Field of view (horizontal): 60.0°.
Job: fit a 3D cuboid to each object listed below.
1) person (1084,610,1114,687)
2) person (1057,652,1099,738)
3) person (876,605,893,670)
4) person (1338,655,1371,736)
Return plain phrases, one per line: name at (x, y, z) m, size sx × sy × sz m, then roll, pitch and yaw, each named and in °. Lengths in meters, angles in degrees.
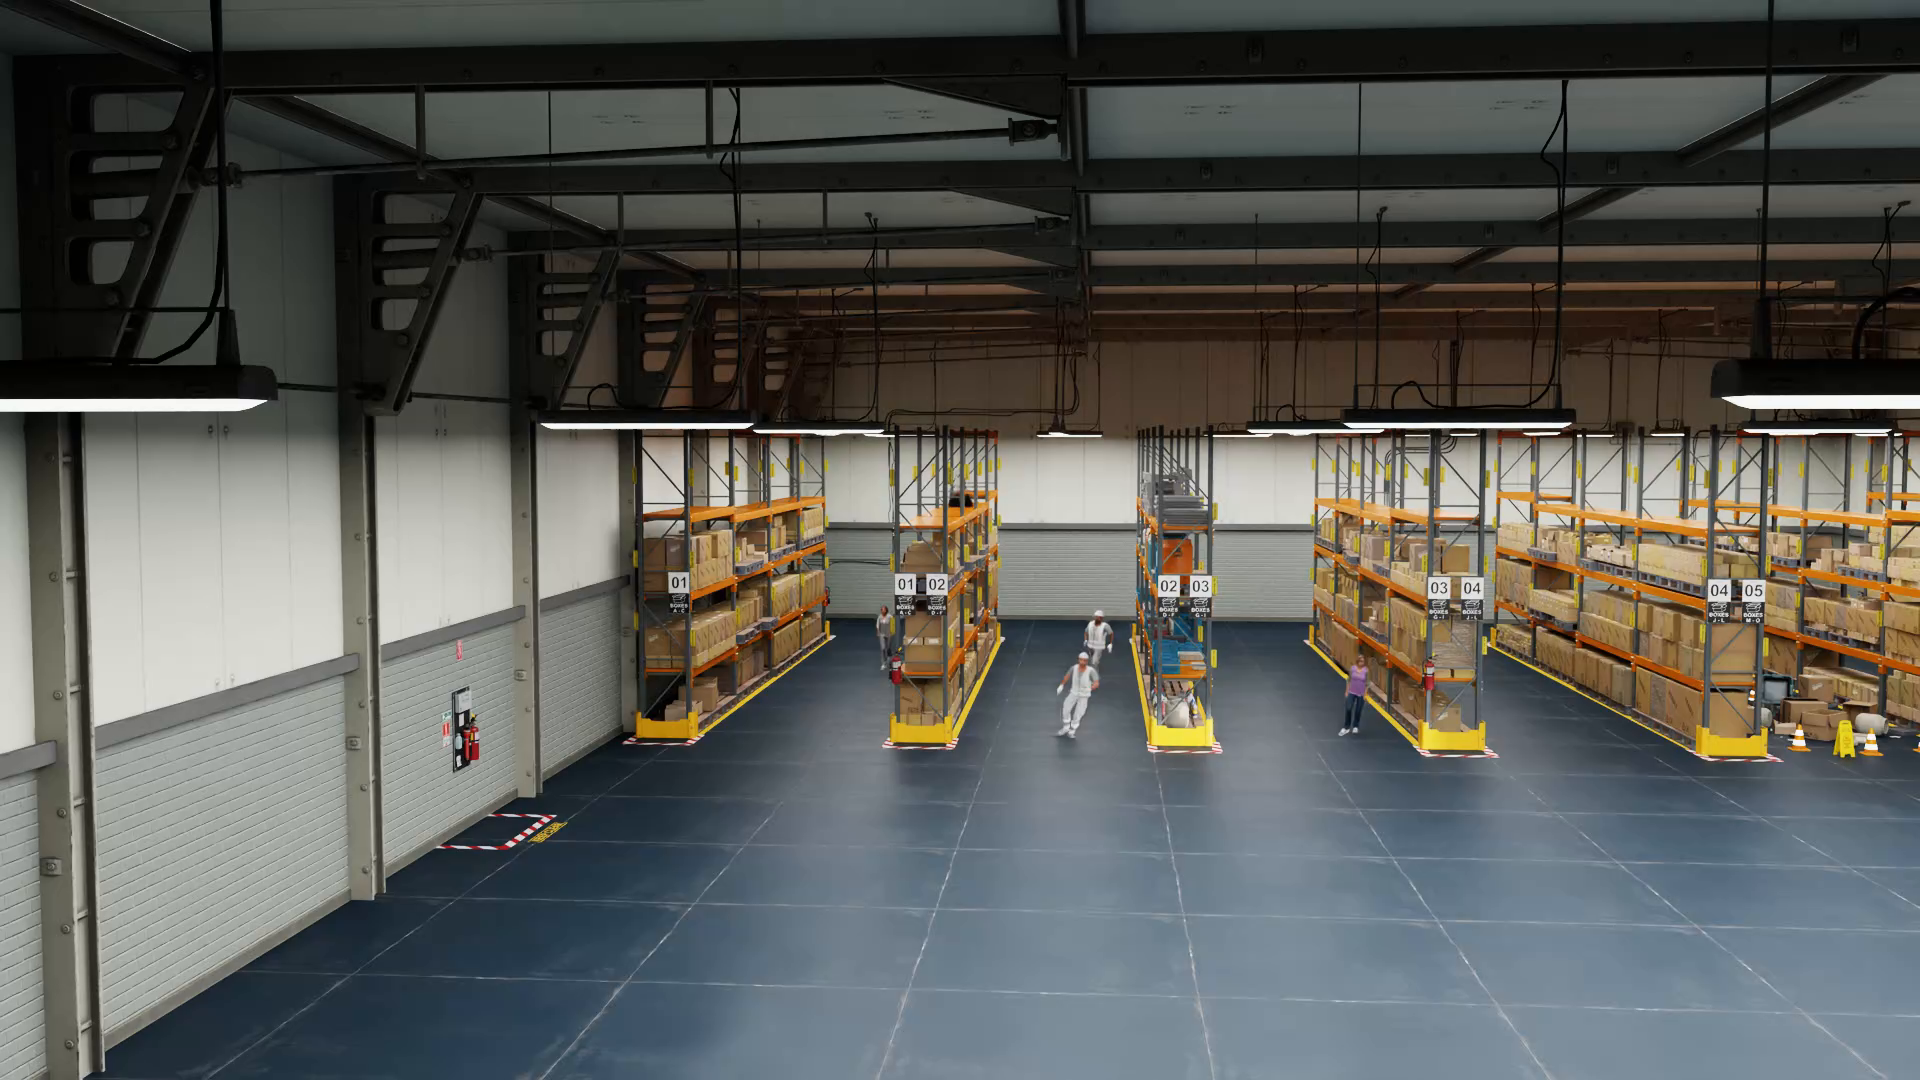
person at (3.154, 2.495, 38.300) m, size 0.723 × 1.764 × 0.962 m, roll 2°, pitch 4°, yaw 33°
person at (2.236, 2.975, 31.809) m, size 0.861 × 1.679 × 0.669 m, roll 1°, pitch 4°, yaw 12°
person at (-1.840, 2.430, 41.711) m, size 0.541 × 1.599 × 0.733 m, roll 1°, pitch 3°, yaw 10°
person at (7.630, 2.988, 32.169) m, size 0.603 × 1.569 × 0.621 m, roll 1°, pitch 4°, yaw 12°
